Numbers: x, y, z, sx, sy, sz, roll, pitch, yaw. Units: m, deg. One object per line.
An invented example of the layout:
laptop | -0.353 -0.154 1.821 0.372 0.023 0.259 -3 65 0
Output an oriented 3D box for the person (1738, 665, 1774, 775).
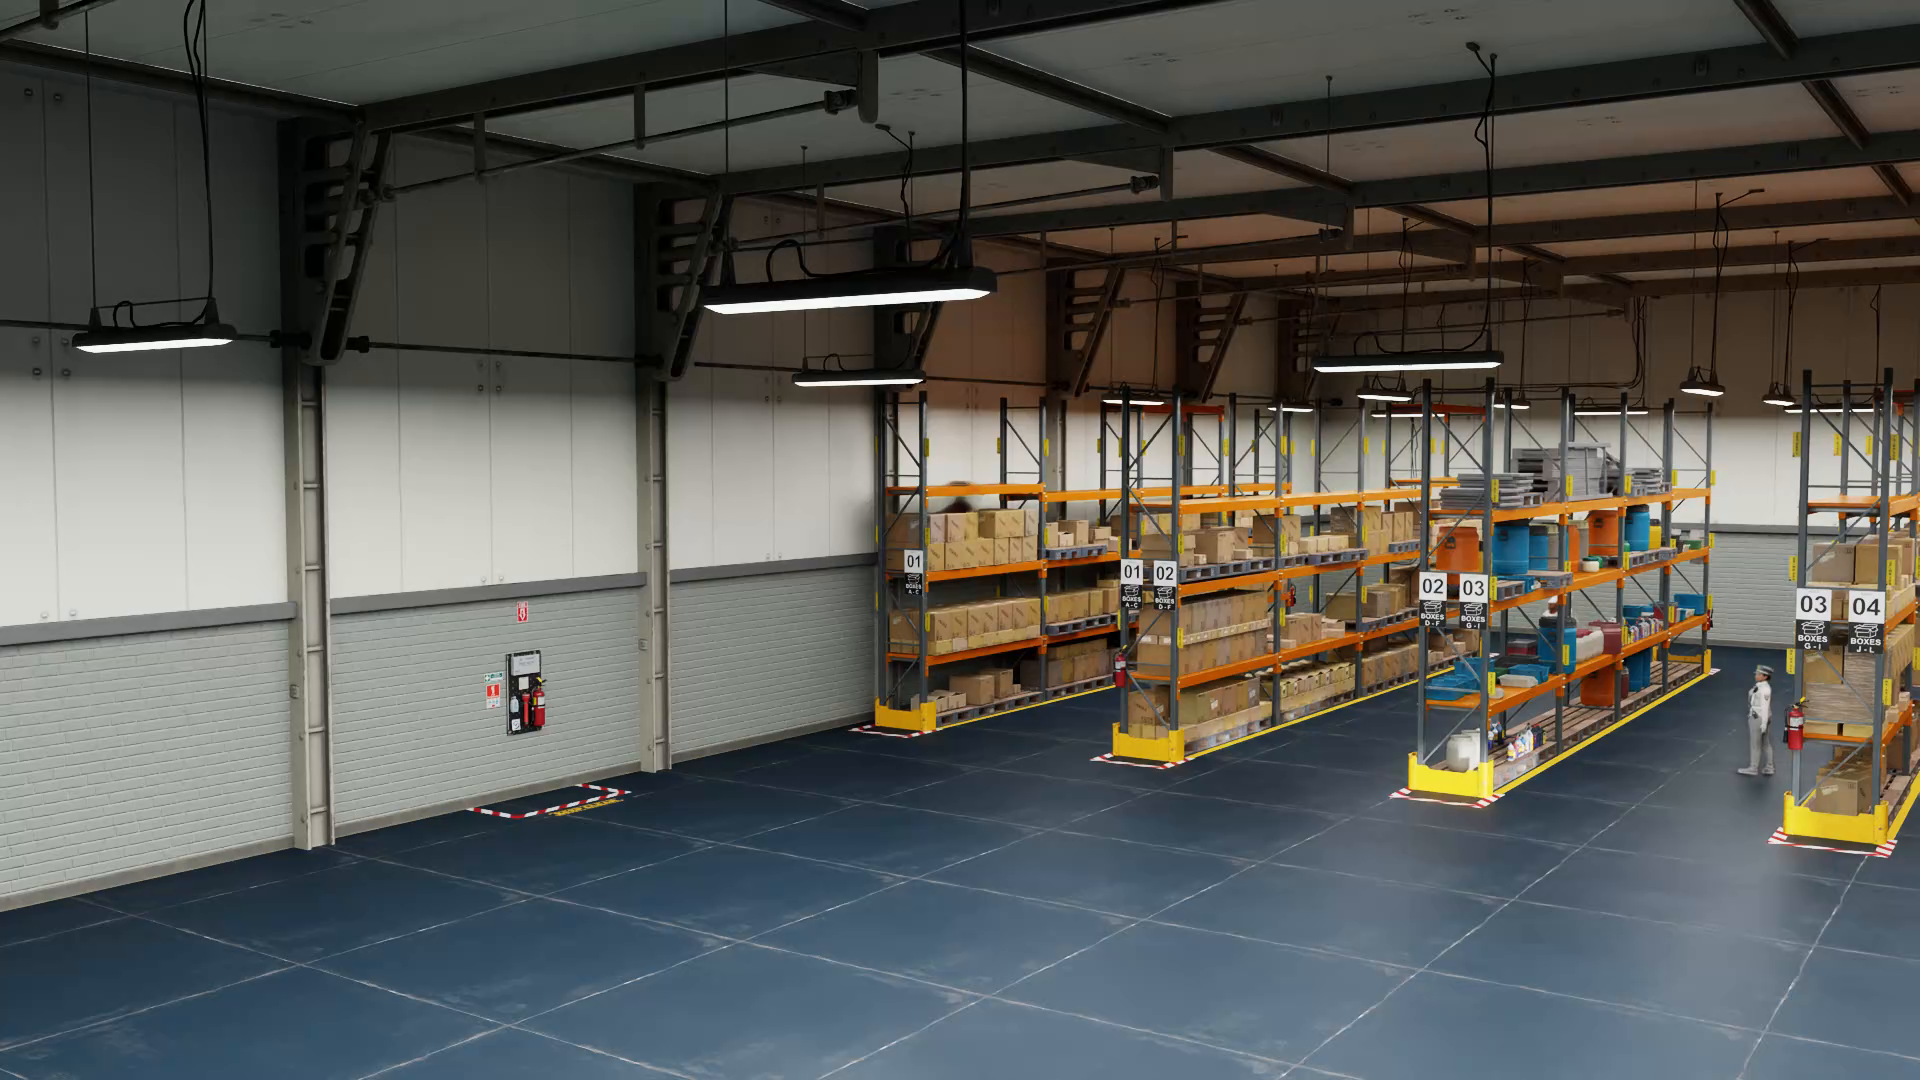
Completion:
person | 12.240 2.745 25.490 0.482 1.681 0.466 3 4 39

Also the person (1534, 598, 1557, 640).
person | 12.914 2.123 36.323 0.652 1.730 0.986 3 4 40

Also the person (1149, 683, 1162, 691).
person | 3.627 2.431 30.813 0.372 1.723 0.592 1 3 25
